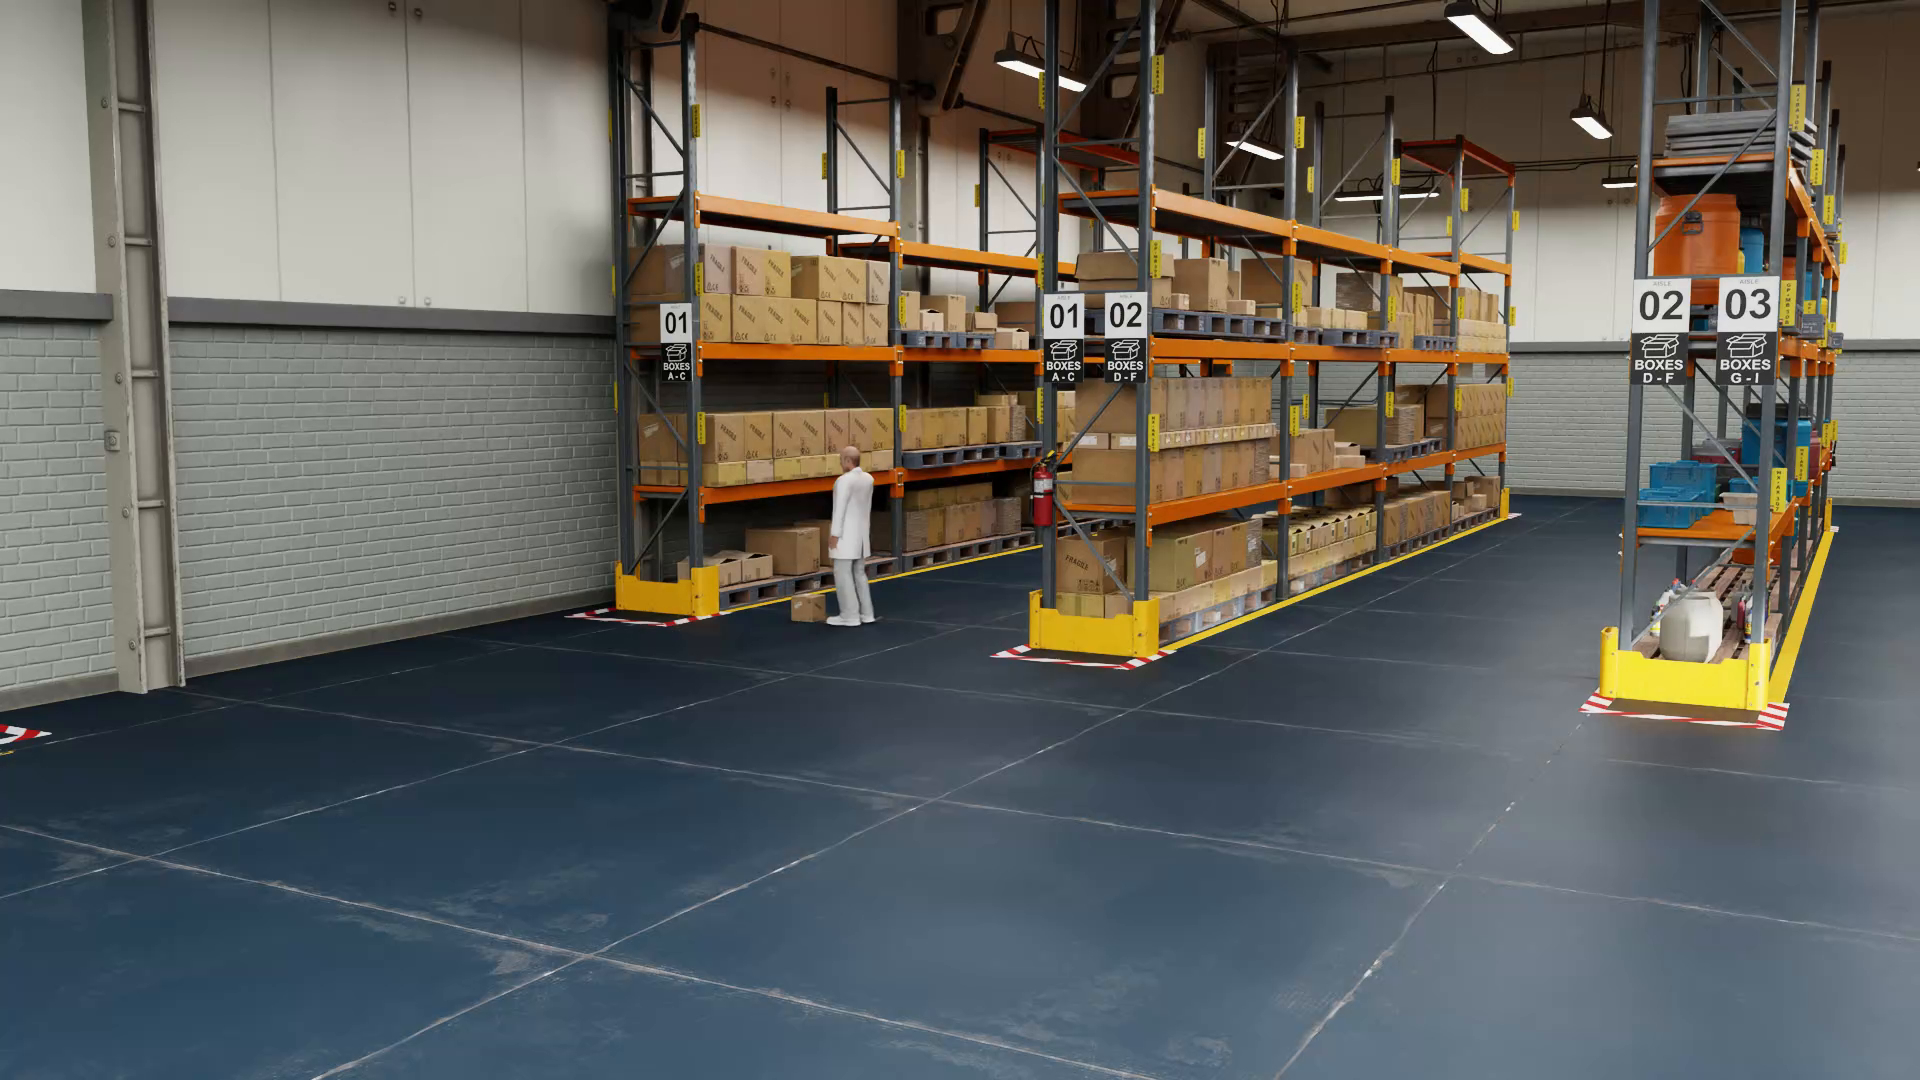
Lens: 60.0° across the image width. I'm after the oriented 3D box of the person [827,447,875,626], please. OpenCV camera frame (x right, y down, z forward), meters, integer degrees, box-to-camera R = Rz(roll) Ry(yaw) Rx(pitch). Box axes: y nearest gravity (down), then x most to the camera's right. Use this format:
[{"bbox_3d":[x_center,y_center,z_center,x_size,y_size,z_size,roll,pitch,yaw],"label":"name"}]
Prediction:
[{"bbox_3d":[-1.101,-0.005,16.505,0.385,1.718,0.562,3,7,30],"label":"person"}]
